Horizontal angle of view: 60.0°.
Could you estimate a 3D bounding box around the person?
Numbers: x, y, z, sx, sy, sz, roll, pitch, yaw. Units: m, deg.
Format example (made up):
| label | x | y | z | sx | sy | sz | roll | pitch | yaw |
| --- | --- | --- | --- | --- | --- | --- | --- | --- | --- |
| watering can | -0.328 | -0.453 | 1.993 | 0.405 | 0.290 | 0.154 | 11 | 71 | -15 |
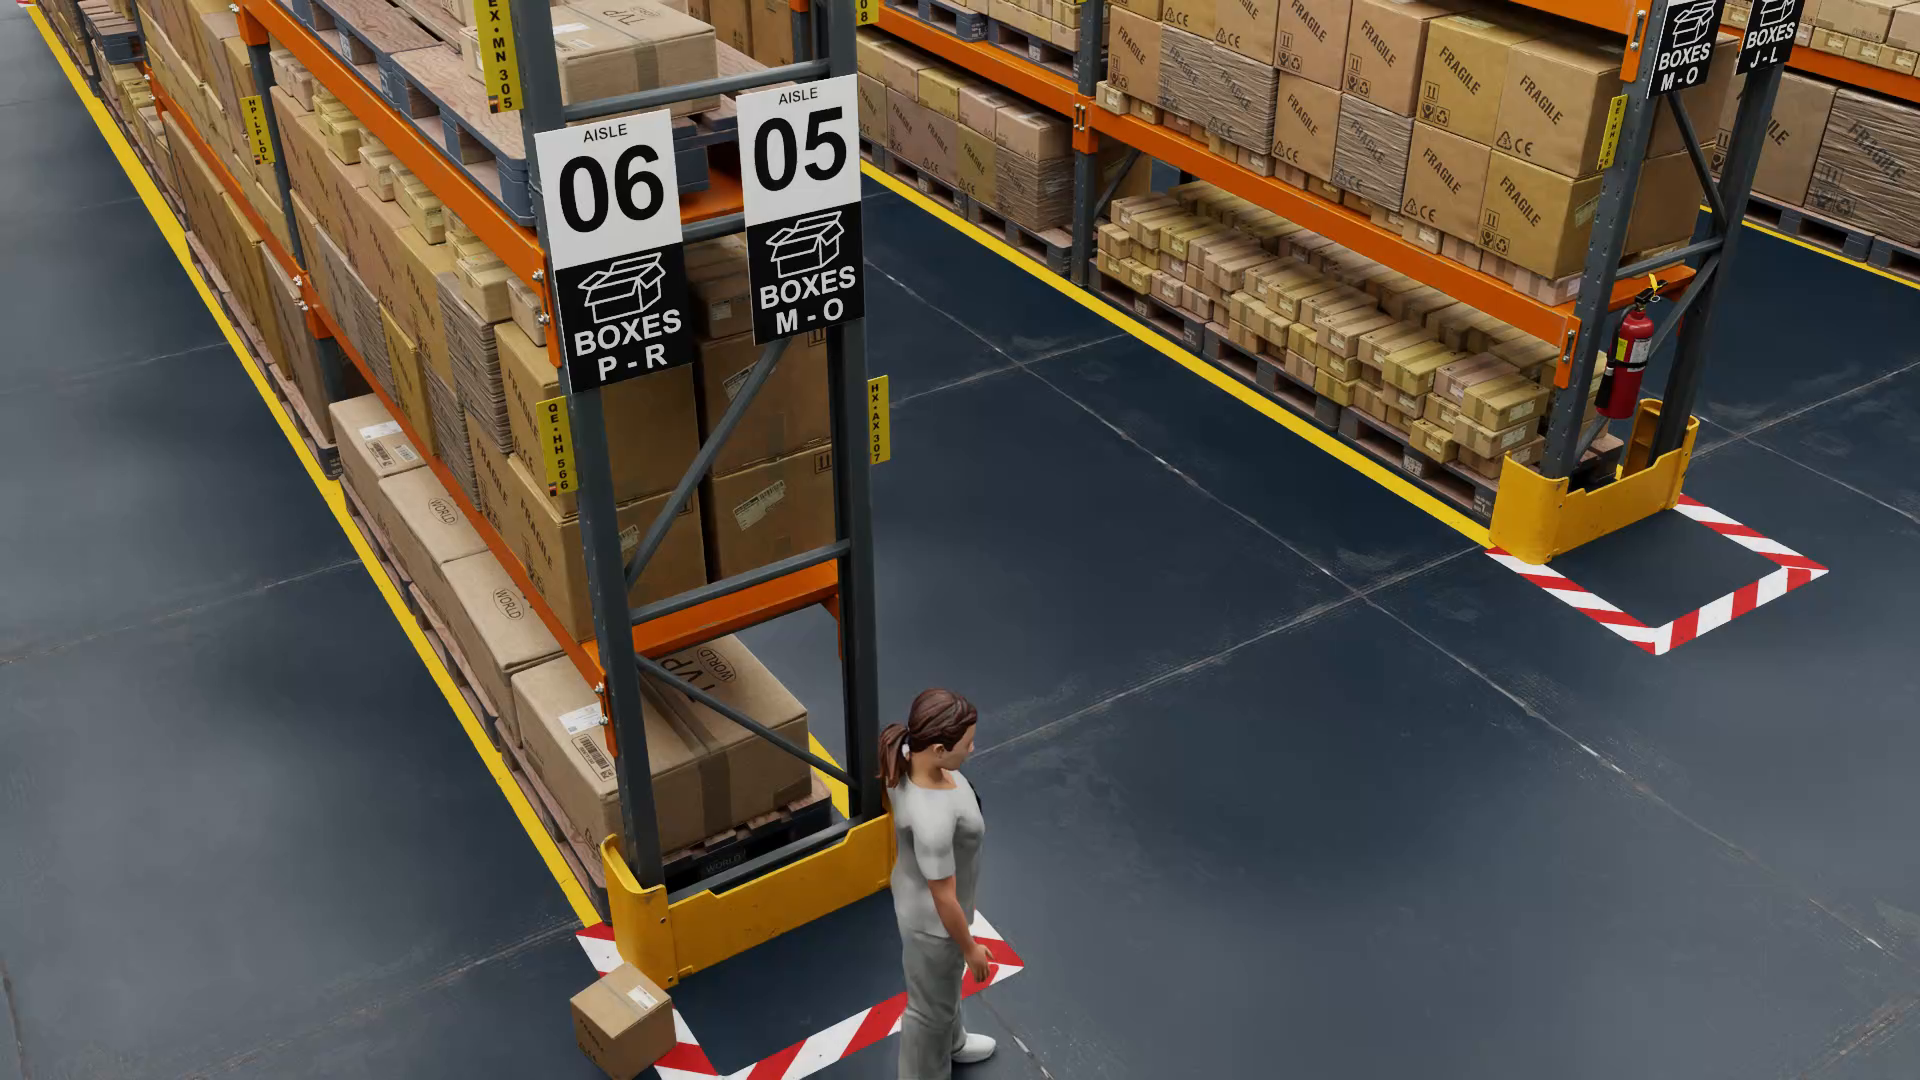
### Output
| label | x | y | z | sx | sy | sz | roll | pitch | yaw |
| --- | --- | --- | --- | --- | --- | --- | --- | --- | --- |
| person | -0.047 | 1.177 | 5.281 | 0.397 | 1.691 | 0.490 | -5 | 33 | -8 |
